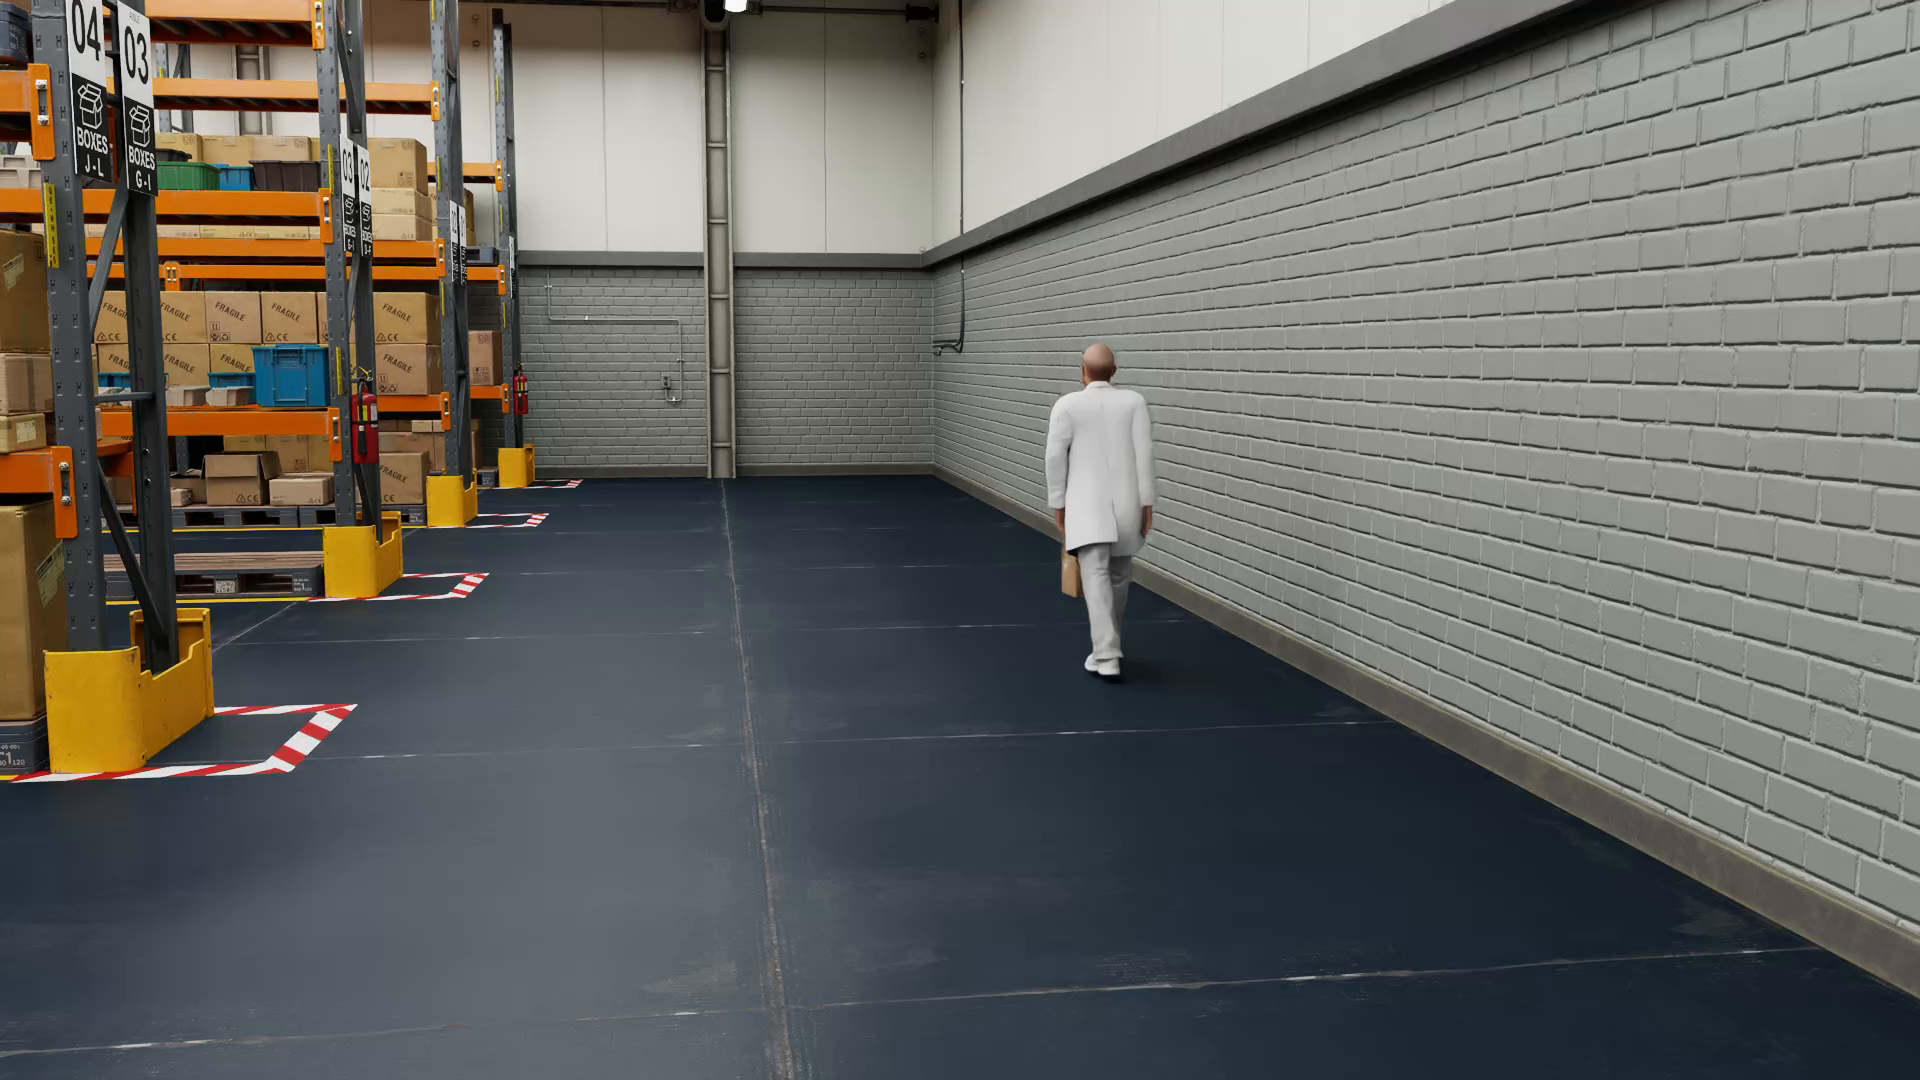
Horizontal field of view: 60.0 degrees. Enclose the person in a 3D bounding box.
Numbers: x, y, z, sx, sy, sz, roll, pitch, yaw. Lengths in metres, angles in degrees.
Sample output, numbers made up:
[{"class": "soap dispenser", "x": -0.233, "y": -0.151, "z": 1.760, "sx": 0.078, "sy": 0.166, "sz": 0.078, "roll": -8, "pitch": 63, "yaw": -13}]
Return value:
[{"class": "person", "x": 0.737, "y": -0.195, "z": 9.029, "sx": 0.591, "sy": 1.723, "sz": 1.101, "roll": -1, "pitch": 6, "yaw": -9}]
